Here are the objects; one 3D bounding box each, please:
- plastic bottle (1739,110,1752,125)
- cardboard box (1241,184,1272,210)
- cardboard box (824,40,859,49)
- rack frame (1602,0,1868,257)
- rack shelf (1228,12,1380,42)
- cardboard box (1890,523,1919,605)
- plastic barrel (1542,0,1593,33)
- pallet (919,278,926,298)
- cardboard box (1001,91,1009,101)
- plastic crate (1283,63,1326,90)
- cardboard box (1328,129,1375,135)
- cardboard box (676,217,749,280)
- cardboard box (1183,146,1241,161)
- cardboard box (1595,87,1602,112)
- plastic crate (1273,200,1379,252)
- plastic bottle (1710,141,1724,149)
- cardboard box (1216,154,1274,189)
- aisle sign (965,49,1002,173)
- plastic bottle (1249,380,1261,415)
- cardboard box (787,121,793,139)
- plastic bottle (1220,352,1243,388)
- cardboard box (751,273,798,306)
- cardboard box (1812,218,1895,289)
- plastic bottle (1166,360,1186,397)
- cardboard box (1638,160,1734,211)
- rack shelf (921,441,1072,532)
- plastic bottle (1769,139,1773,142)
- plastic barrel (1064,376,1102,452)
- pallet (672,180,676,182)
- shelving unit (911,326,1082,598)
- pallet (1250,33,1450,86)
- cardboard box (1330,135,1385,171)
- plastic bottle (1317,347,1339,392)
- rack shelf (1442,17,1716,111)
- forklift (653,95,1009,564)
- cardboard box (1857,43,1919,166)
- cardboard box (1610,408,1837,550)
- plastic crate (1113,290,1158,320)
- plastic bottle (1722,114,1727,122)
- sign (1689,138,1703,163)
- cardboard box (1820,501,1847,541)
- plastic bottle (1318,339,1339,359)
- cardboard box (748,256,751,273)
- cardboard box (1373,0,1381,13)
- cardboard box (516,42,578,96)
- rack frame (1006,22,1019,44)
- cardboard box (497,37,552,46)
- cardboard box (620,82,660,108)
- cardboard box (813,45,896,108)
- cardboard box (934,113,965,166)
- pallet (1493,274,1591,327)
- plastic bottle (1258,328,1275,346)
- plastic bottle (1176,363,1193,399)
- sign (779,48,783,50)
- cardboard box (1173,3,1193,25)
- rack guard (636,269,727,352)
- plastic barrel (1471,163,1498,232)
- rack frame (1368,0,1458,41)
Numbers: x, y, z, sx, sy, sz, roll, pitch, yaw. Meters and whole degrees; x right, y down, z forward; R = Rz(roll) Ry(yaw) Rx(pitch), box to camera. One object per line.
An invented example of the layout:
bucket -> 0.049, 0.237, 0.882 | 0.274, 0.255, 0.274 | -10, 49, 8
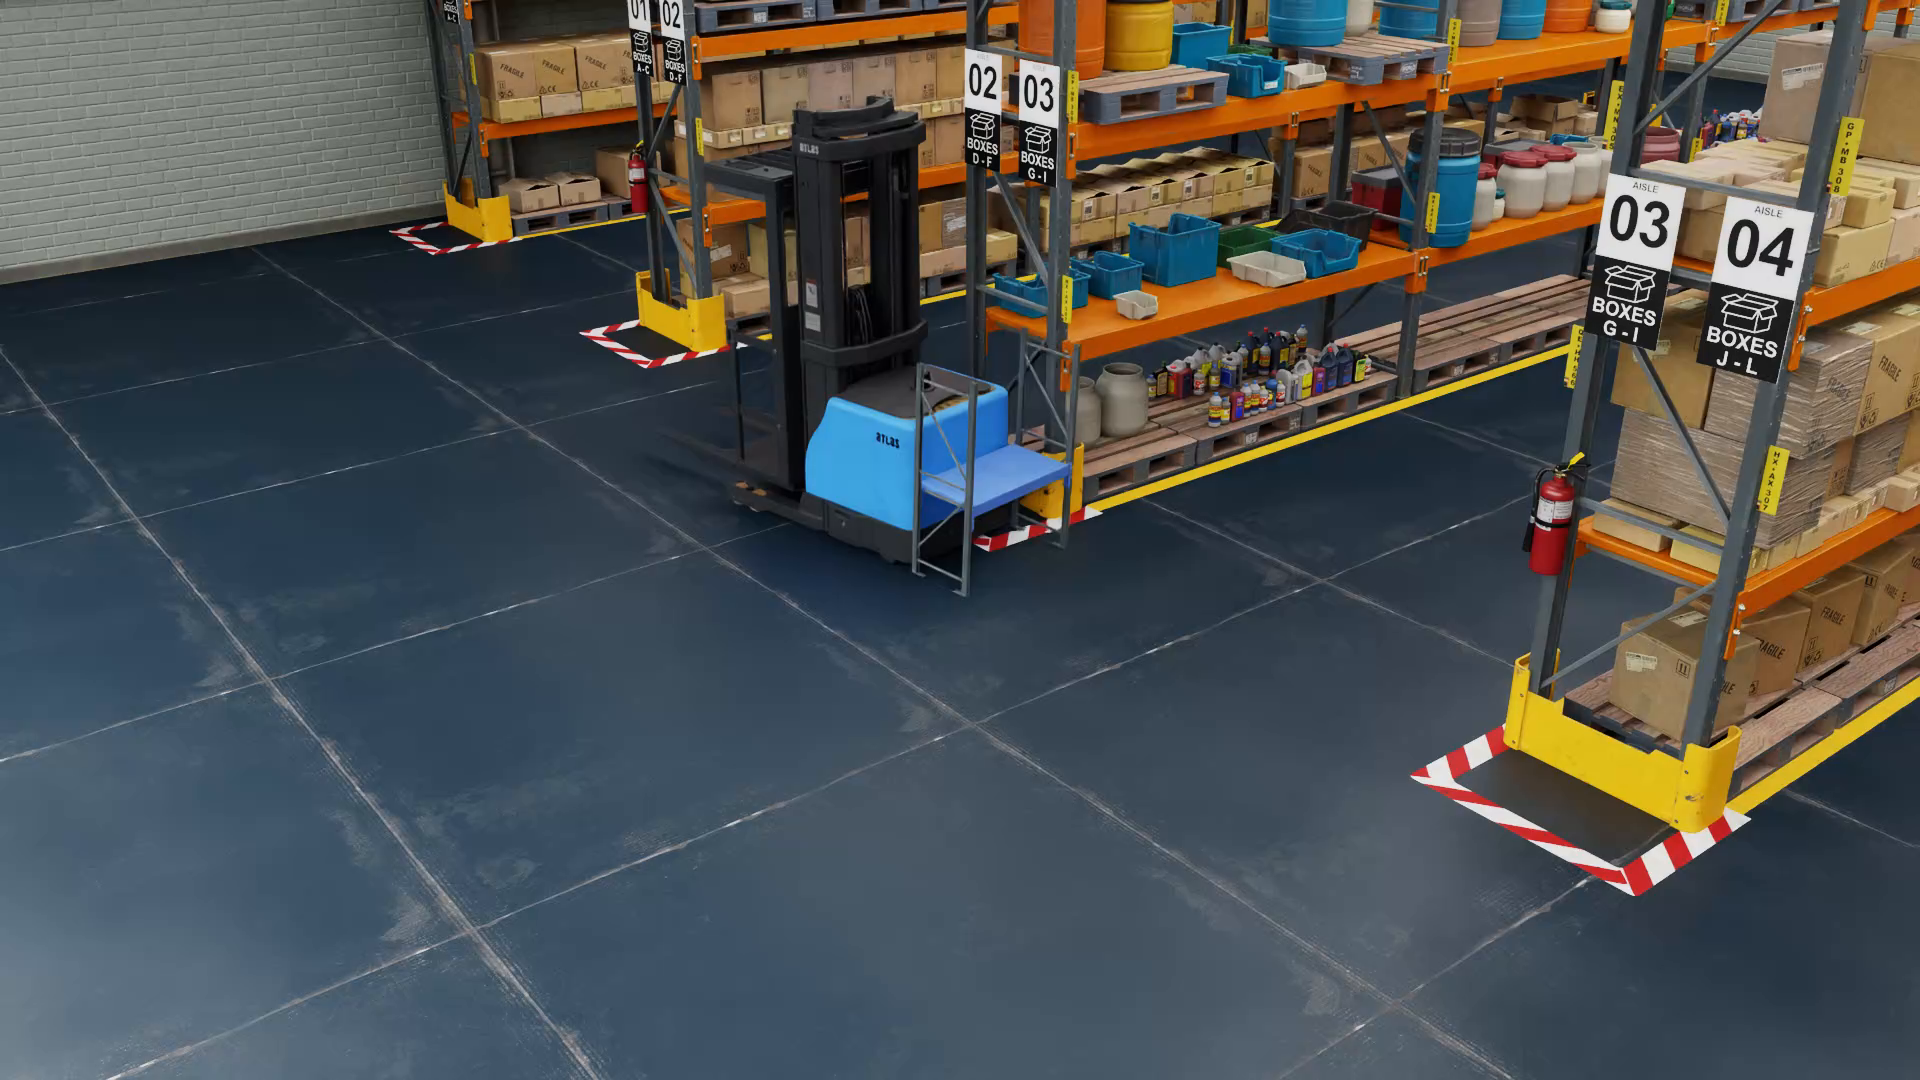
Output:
plastic bottle -> 8.513, -4.533, 18.101 | 0.135, 0.276, 0.152 | -18, 31, -34
cardboard box -> 3.376, -4.152, 19.901 | 0.500, 0.250, 0.500 | -17, 30, -33
cardboard box -> -1.702, -6.536, 21.629 | 0.500, 0.500, 0.700 | -15, 29, -29
rack frame -> 3.454, -2.787, 7.066 | 0.127, 3.000, 1.000 | -18, 31, -34
rack shelf -> 5.301, -8.299, 26.923 | 4.000, 0.370, 1.077 | -18, 31, -34
cardboard box -> 5.816, 0.080, 10.484 | 0.500, 0.500, 0.500 | -9, 26, -18
plastic barrel -> 5.398, -5.029, 14.949 | 0.708, 0.830, 0.600 | -18, 31, -34
pallet -> -1.121, -2.611, 17.126 | 1.213, 0.211, 1.003 | -18, 31, -34
cardboard box -> 0.410, -4.585, 17.178 | 0.250, 0.149, 0.380 | -18, 31, -34
plastic crate -> 2.532, -3.436, 12.340 | 0.396, 0.136, 0.243 | -18, 31, -34
cardboard box -> 5.047, -5.086, 21.592 | 0.500, 0.500, 0.500 | -20, 31, -36
cardboard box -> -2.418, -2.870, 16.247 | 0.500, 0.500, 0.500 | -18, 31, -34
cardboard box -> 3.046, -4.585, 20.168 | 0.500, 0.311, 0.500 | -17, 30, -32
cardboard box -> 9.659, -6.348, 24.311 | 0.500, 0.500, 0.500 | -18, 31, -34
plastic crate -> 3.055, -2.624, 13.914 | 0.504, 0.338, 0.767 | -18, 31, -34
plastic bottle -> 7.597, -3.854, 16.638 | 0.135, 0.276, 0.152 | -18, 31, -34
cardboard box -> 3.379, -4.407, 19.783 | 0.500, 0.311, 0.500 | -17, 30, -33
aisle sign -> 0.158, -2.965, 11.488 | 0.004, 0.787, 0.394 | -18, 31, -34
plastic bottle -> 2.365, -1.151, 13.386 | 0.097, 0.271, 0.097 | 0, 25, 0
cardboard box -> -1.611, -3.917, 15.738 | 0.250, 0.149, 0.380 | -19, 31, -35
plastic bottle -> 2.282, -1.435, 13.993 | 0.135, 0.276, 0.152 | -18, 31, -34
cardboard box -> -1.705, -2.488, 16.316 | 0.500, 0.250, 0.500 | -18, 31, -34
cardboard box -> 3.992, -1.398, 7.814 | 0.500, 0.250, 0.500 | -17, 30, -33
plastic bottle -> 1.788, -1.349, 13.807 | 0.135, 0.276, 0.152 | -18, 30, -34
cardboard box -> 3.480, -1.715, 8.023 | 0.250, 0.149, 0.380 | -18, 31, -34
rack shelf -> 0.231, -0.373, 11.171 | 0.538, 0.185, 1.000 | 24, 34, 37
plastic bottle -> 8.324, -4.094, 17.156 | 0.135, 0.276, 0.152 | -18, 31, -34
plastic barrel -> 0.868, -0.965, 12.722 | 0.421, 0.512, 0.421 | 0, 25, 0
pallet -> -3.075, -4.577, 21.360 | 1.213, 0.211, 1.003 | -18, 31, -34
shelving unit -> 0.237, -0.534, 11.090 | 0.538, 1.500, 1.048 | 24, 34, 37
pallet -> 3.038, -3.801, 13.038 | 1.003, 0.211, 1.213 | -18, 31, -34
cardboard box -> 4.980, -4.782, 20.938 | 0.500, 0.500, 0.500 | -19, 31, -35
plastic bottle -> 3.065, -1.431, 13.894 | 0.185, 0.351, 0.144 | -20, 32, -37
rack shelf -> 5.119, -4.299, 14.742 | 4.000, 0.370, 1.077 | -18, 31, -34
forklift -> -1.078, -1.677, 11.882 | 3.031, 2.935, 1.130 | 21, 32, 38
cardboard box -> 4.789, -2.130, 8.146 | 0.500, 0.500, 0.500 | -18, 31, -34
cardboard box -> 3.904, -0.380, 8.533 | 0.500, 0.500, 0.875 | -18, 31, -34
plastic crate -> 1.300, -1.713, 12.191 | 0.250, 0.136, 0.298 | -18, 31, -34
plastic bottle -> 8.222, -4.450, 17.927 | 0.097, 0.271, 0.097 | 0, 25, 0
sign -> 7.038, -3.678, 15.919 | 0.005, 0.325, 0.100 | -18, 31, -34
cardboard box -> 4.424, -0.137, 8.781 | 0.250, 0.149, 0.380 | -18, 31, -34
plastic bottle -> 3.127, -1.529, 14.105 | 0.185, 0.351, 0.144 | -18, 31, -34
cardboard box -> -2.030, -2.663, 16.692 | 0.500, 0.250, 0.500 | -18, 31, -34
cardboard box -> 6.480, -9.145, 27.535 | 0.700, 0.700, 0.980 | -17, 30, -32
cardboard box -> -4.759, -5.419, 19.127 | 0.500, 0.500, 0.500 | -18, 30, -34
rack frame -> 0.580, -7.067, 23.413 | 0.127, 3.000, 1.000 | -18, 31, -34
cardboard box -> -5.074, -5.590, 19.495 | 0.500, 0.500, 0.500 | -18, 30, -33
cardboard box -> -3.932, -5.352, 19.872 | 0.500, 0.250, 0.500 | -18, 30, -34
cardboard box -> -1.038, -4.513, 16.251 | 0.500, 0.500, 0.700 | -18, 31, -34
cardboard box -> -0.265, -4.176, 17.067 | 0.500, 0.500, 0.700 | -19, 31, -35
pallet -> 6.059, -2.331, 16.523 | 1.213, 0.211, 1.003 | -18, 31, -34
plastic bottle -> 2.654, -1.671, 14.412 | 0.185, 0.351, 0.144 | -17, 30, -33
plastic bottle -> 1.854, -1.318, 13.730 | 0.133, 0.283, 0.061 | -18, 31, -34
sign -> -2.227, -6.242, 20.609 | 0.005, 0.325, 0.100 | -18, 31, -34
cardboard box -> 3.124, -7.956, 24.833 | 0.500, 0.500, 0.500 | -18, 30, -34
rack guard -> -2.675, -2.208, 15.914 | 0.348, 0.500, 1.175 | -18, 31, -34
plastic barrel -> 4.433, -2.983, 14.453 | 0.433, 0.535, 0.433 | 0, 25, 0
rack frame -> 3.545, -5.467, 12.840 | 0.127, 3.000, 1.000 | -18, 31, -34
